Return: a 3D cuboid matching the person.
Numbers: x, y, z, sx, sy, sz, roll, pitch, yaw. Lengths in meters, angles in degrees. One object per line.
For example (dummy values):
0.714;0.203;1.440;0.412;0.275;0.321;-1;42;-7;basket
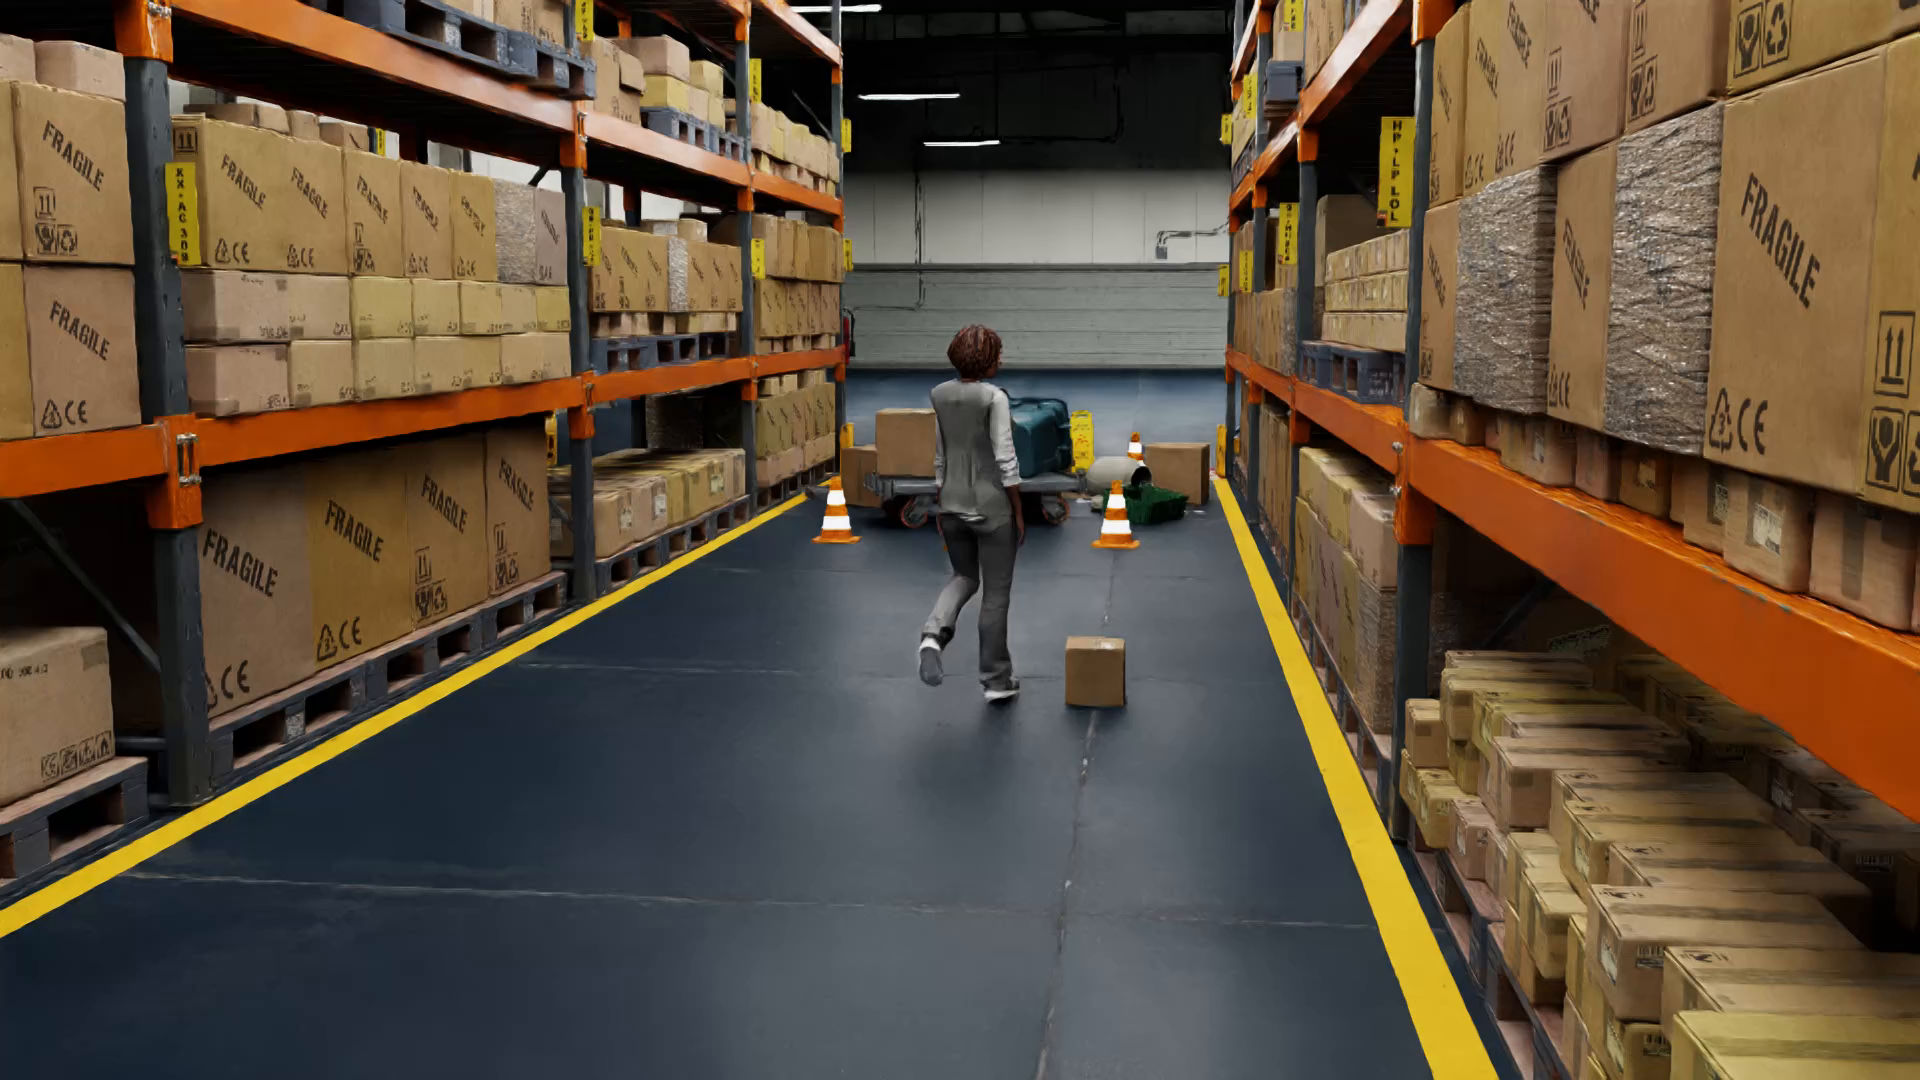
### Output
0.074;-0.103;6.974;0.463;1.598;0.579;6;10;36;person
